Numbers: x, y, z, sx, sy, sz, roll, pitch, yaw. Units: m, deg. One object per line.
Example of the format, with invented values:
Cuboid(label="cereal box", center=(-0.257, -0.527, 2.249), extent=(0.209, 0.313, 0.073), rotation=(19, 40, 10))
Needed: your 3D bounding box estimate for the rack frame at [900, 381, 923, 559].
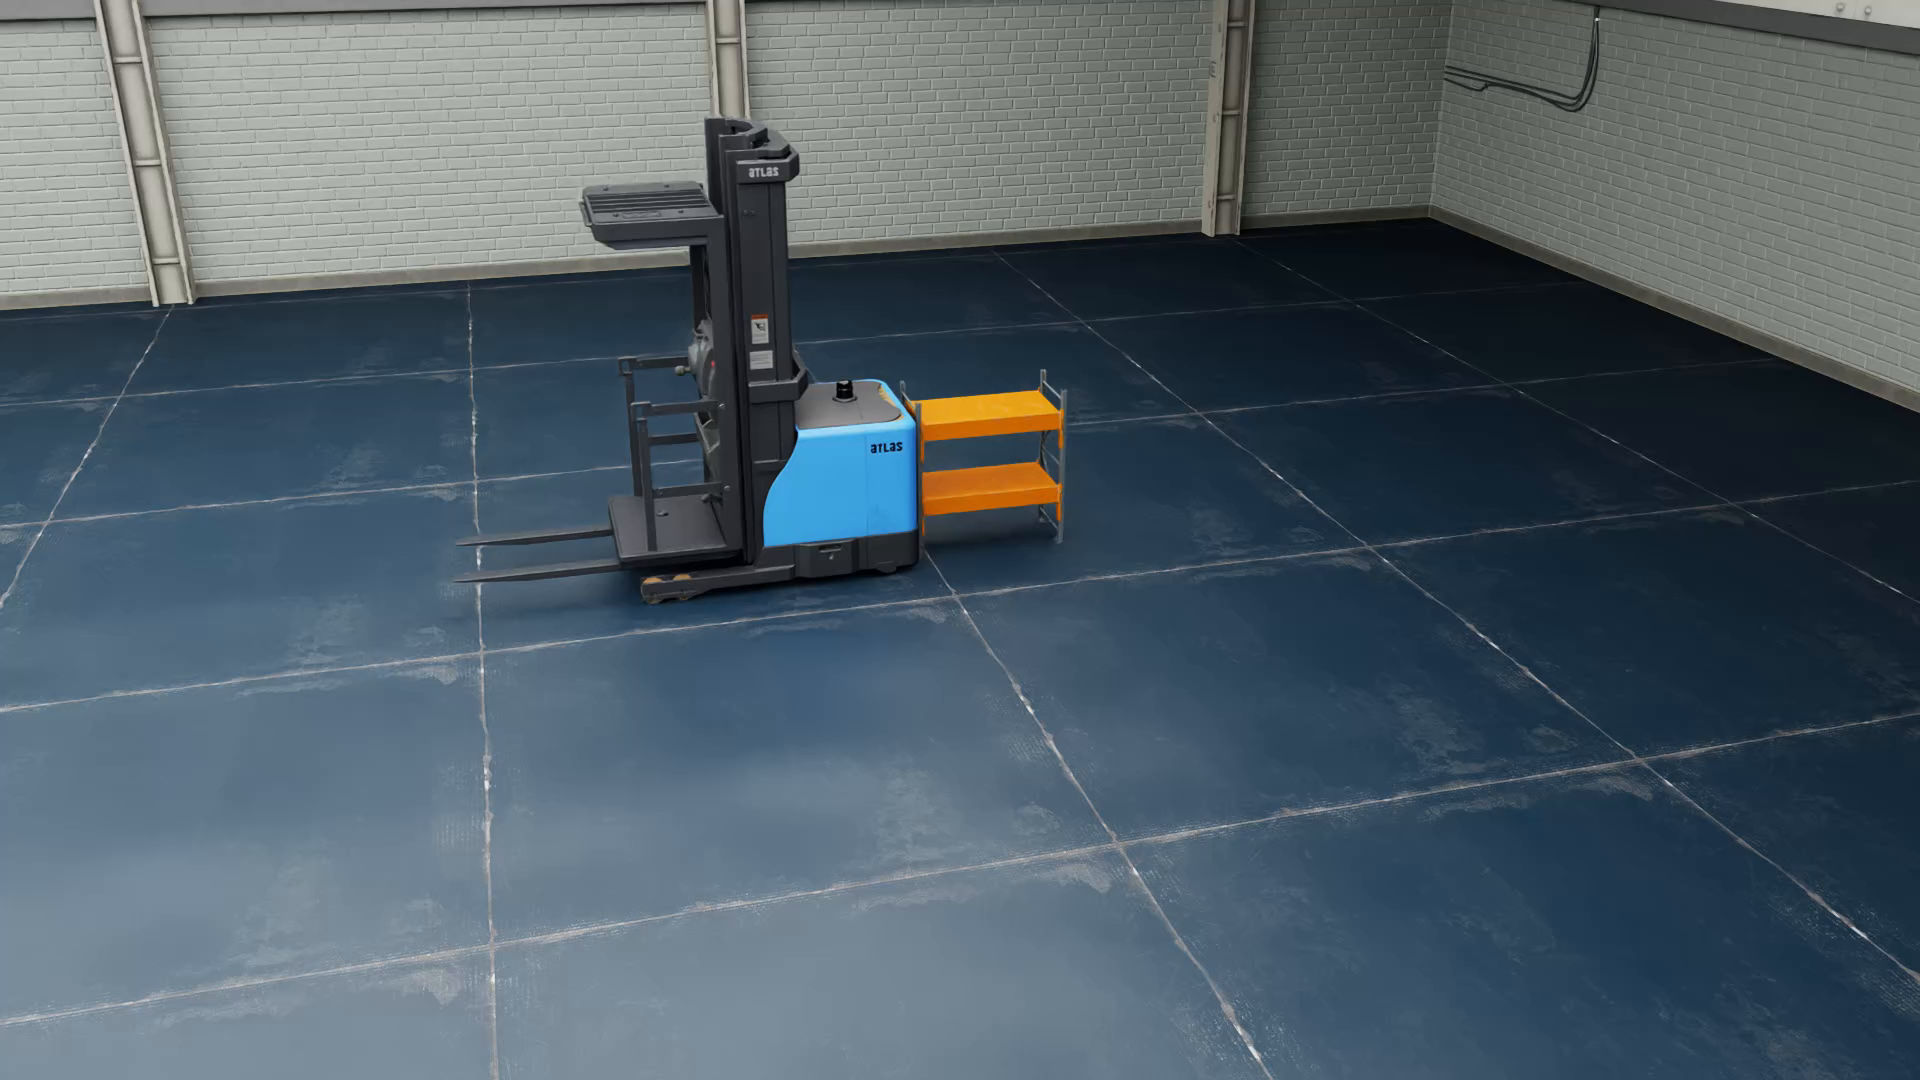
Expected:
Cuboid(label="rack frame", center=(-0.335, -0.481, 11.443), extent=(0.032, 1.125, 0.500), rotation=(-6, 24, -14))

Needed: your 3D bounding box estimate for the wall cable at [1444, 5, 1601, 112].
Cuboid(label="wall cable", center=(6.422, -6.330, 19.028), extent=(0.112, 2.526, 3.097), rotation=(-6, 24, -14))

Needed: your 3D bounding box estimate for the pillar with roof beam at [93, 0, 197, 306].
Cuboid(label="pillar with roof beam", center=(-7.163, -5.032, 12.066), extent=(0.400, 9.000, 9.100), rotation=(-6, 24, -14))

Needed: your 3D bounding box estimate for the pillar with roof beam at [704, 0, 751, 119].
Cuboid(label="pillar with roof beam", center=(-1.386, -5.672, 13.556), extent=(0.400, 9.000, 9.100), rotation=(-6, 24, -14))

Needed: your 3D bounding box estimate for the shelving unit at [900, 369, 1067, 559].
Cuboid(label="shelving unit", center=(0.156, -0.533, 11.567), extent=(1.048, 1.125, 0.538), rotation=(-6, 24, -14))

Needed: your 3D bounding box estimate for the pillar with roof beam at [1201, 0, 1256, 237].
Cuboid(label="pillar with roof beam", center=(4.391, -6.311, 15.045), extent=(0.400, 9.000, 9.100), rotation=(-6, 24, -14))

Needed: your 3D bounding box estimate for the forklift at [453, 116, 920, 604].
Cuboid(label="forklift", center=(-1.849, -1.166, 10.749), extent=(3.031, 2.935, 1.130), rotation=(-6, 24, -14))

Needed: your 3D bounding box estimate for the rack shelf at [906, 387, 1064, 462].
Cuboid(label="rack shelf", center=(0.156, -0.802, 11.451), extent=(1.000, 0.278, 0.538), rotation=(-6, 24, -14))

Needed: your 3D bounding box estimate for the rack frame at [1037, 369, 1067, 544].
Cuboid(label="rack frame", center=(0.646, -0.586, 11.690), extent=(0.032, 1.125, 0.500), rotation=(-6, 24, -14))

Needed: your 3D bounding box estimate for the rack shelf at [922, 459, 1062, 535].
Cuboid(label="rack shelf", center=(0.156, -0.309, 11.663), extent=(1.000, 0.278, 0.538), rotation=(-6, 24, -14))
